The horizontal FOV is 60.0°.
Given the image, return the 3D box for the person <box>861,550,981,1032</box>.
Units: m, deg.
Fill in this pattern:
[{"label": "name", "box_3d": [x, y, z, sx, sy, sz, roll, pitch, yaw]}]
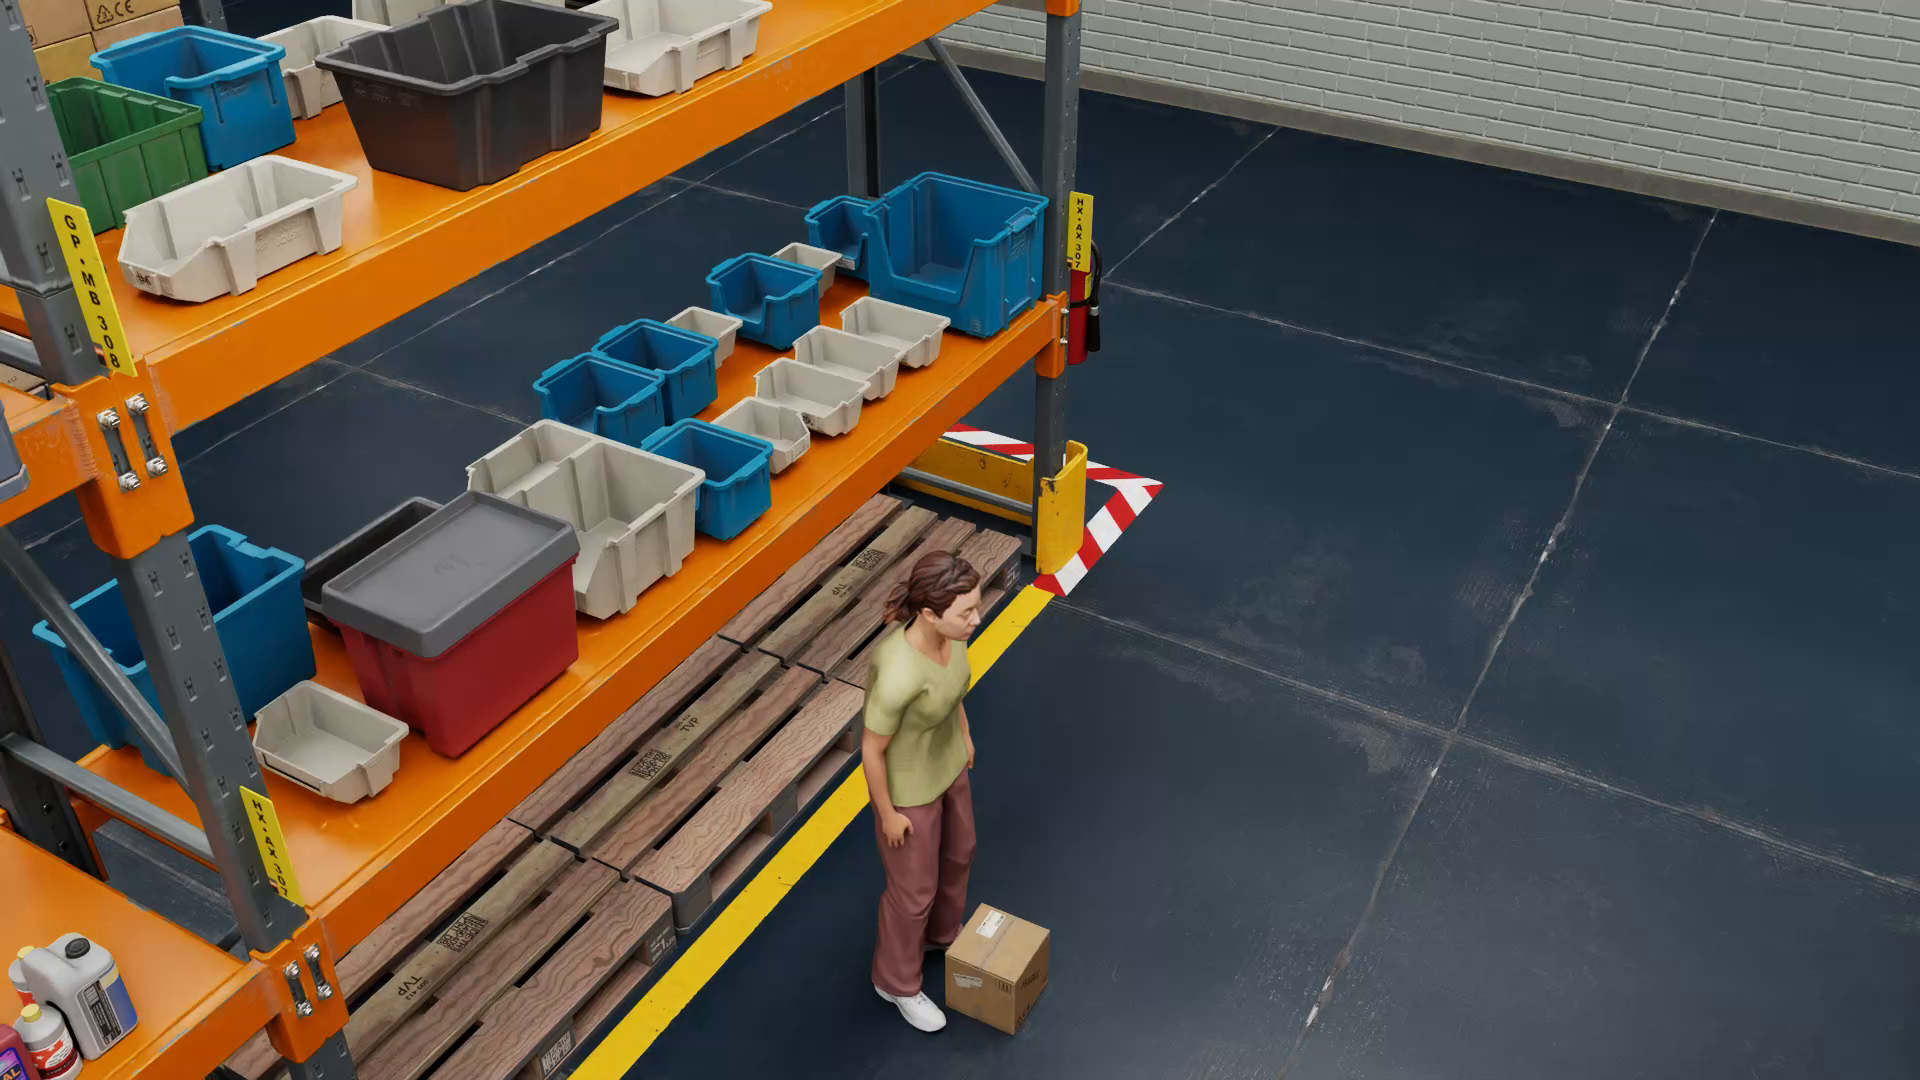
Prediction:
[{"label": "person", "box_3d": [-0.097, 0.732, 5.069, 0.354, 1.673, 0.499, 18, 38, 24]}]
